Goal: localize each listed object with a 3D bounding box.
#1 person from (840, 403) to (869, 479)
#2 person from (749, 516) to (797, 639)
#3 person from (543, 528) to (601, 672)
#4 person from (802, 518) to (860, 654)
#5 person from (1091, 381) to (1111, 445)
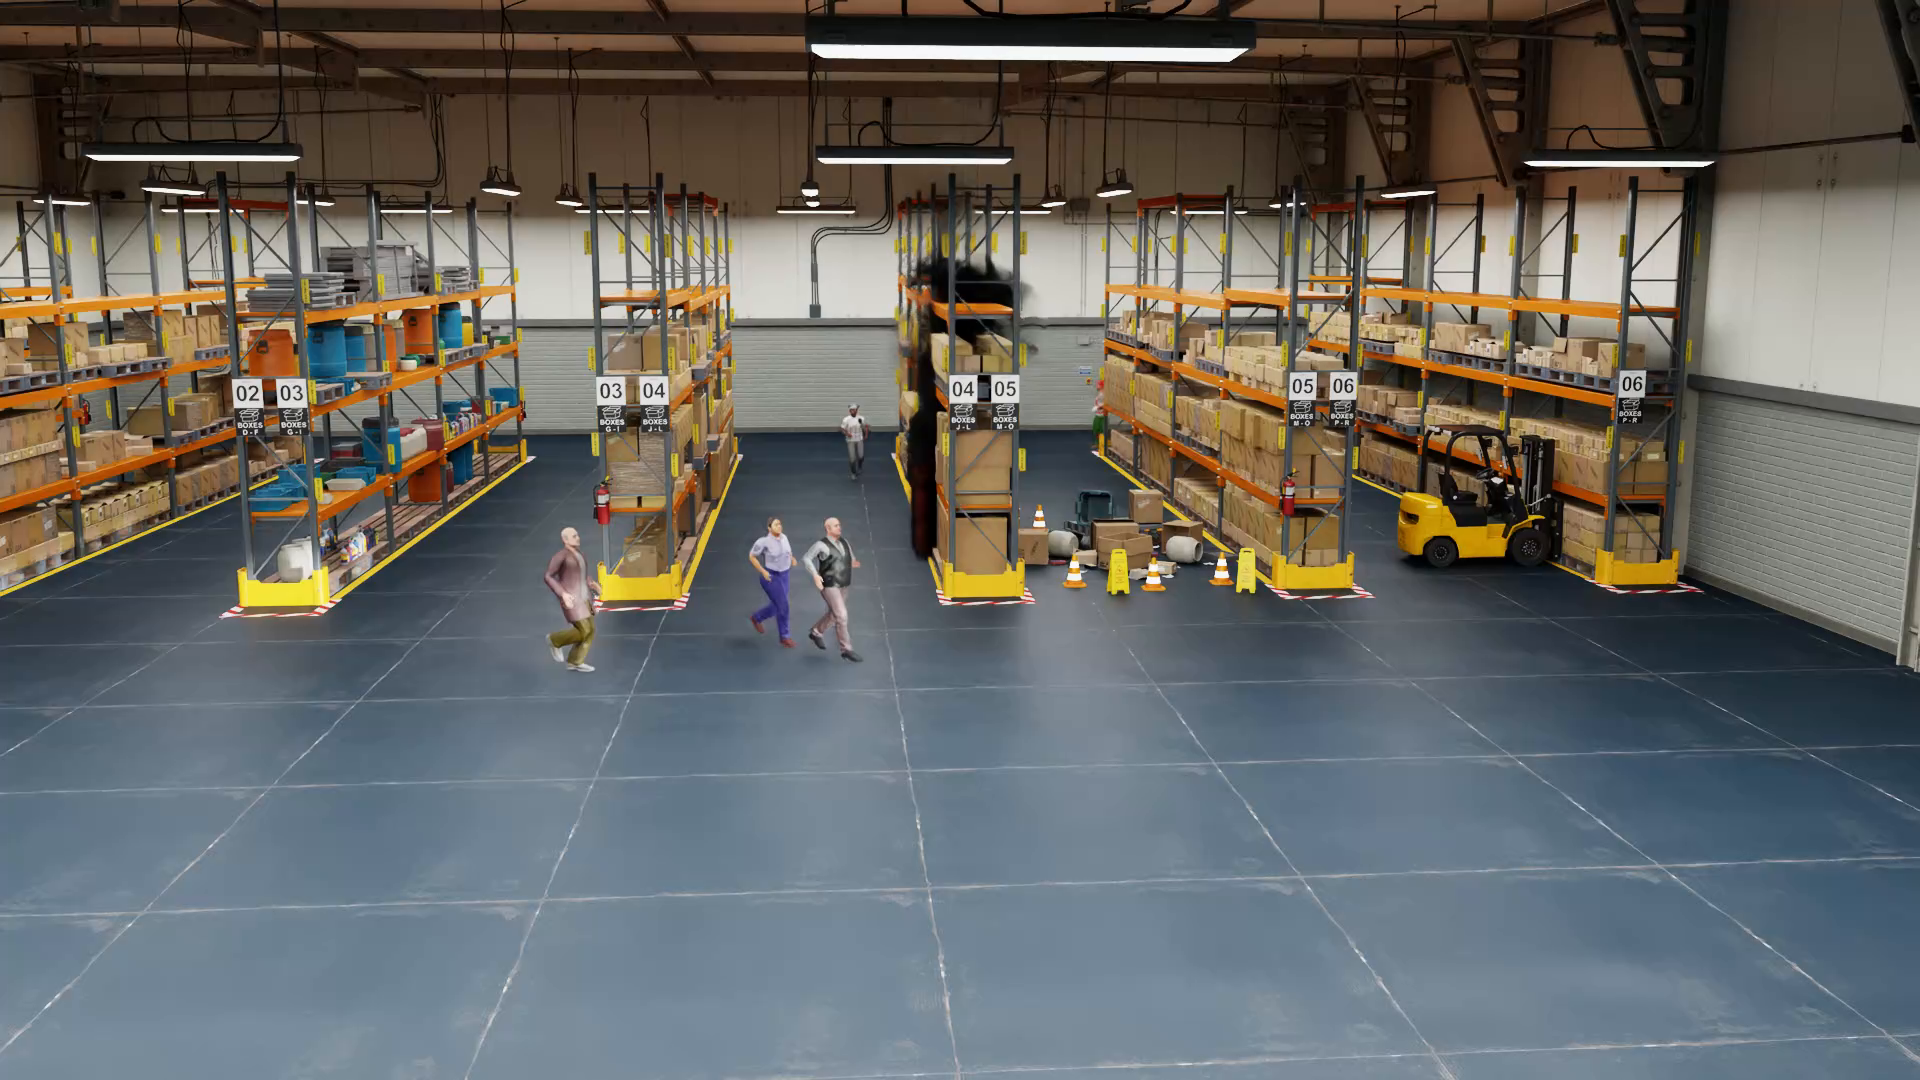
[{"bbox_3d":[-2.264,-2.131,35.986,0.633,1.664,0.499,-2,10,-11],"label":"person"},{"bbox_3d":[-2.388,0.464,21.160,0.685,1.564,0.598,7,12,33],"label":"person"},{"bbox_3d":[-4.594,0.710,19.733,0.637,1.733,0.710,4,11,20],"label":"person"},{"bbox_3d":[-1.571,0.535,20.332,0.825,1.637,0.658,7,12,34],"label":"person"},{"bbox_3d":[3.607,-3.181,41.594,0.628,1.669,0.577,2,10,10],"label":"person"}]
